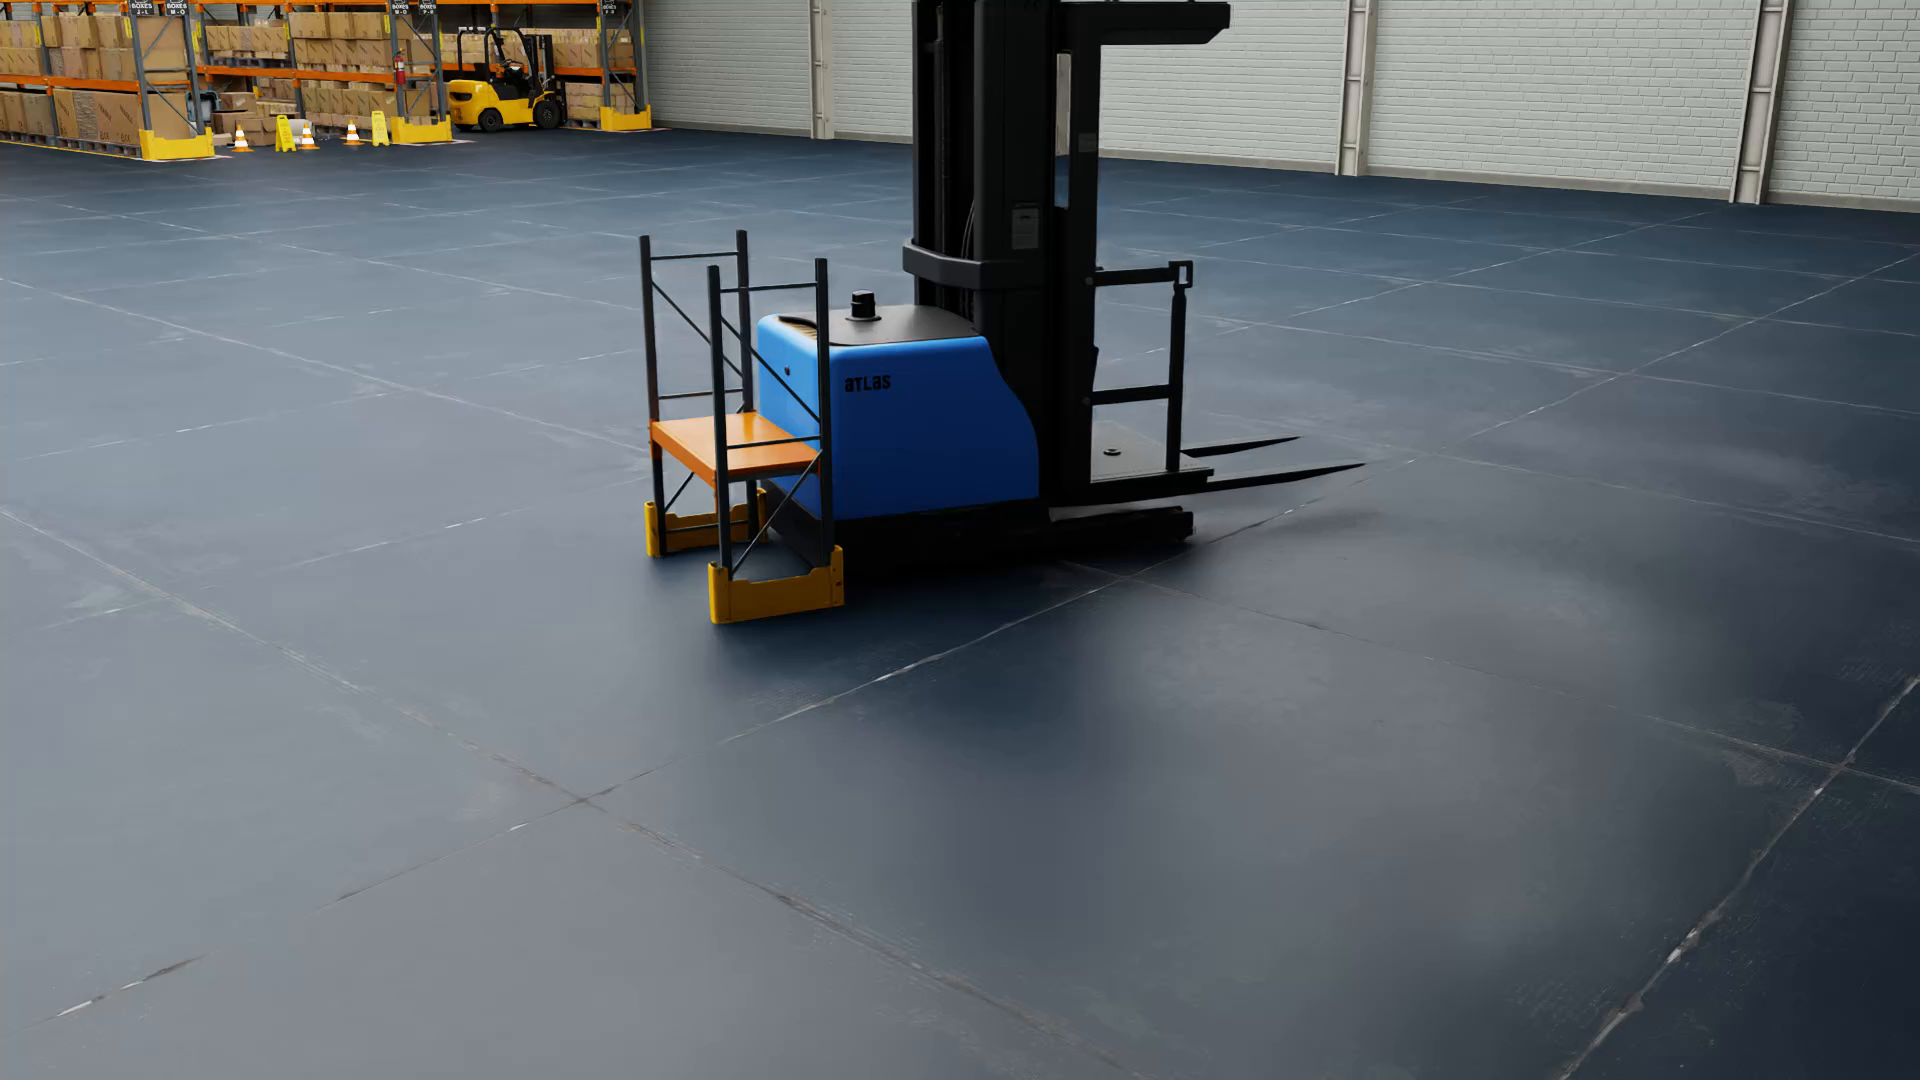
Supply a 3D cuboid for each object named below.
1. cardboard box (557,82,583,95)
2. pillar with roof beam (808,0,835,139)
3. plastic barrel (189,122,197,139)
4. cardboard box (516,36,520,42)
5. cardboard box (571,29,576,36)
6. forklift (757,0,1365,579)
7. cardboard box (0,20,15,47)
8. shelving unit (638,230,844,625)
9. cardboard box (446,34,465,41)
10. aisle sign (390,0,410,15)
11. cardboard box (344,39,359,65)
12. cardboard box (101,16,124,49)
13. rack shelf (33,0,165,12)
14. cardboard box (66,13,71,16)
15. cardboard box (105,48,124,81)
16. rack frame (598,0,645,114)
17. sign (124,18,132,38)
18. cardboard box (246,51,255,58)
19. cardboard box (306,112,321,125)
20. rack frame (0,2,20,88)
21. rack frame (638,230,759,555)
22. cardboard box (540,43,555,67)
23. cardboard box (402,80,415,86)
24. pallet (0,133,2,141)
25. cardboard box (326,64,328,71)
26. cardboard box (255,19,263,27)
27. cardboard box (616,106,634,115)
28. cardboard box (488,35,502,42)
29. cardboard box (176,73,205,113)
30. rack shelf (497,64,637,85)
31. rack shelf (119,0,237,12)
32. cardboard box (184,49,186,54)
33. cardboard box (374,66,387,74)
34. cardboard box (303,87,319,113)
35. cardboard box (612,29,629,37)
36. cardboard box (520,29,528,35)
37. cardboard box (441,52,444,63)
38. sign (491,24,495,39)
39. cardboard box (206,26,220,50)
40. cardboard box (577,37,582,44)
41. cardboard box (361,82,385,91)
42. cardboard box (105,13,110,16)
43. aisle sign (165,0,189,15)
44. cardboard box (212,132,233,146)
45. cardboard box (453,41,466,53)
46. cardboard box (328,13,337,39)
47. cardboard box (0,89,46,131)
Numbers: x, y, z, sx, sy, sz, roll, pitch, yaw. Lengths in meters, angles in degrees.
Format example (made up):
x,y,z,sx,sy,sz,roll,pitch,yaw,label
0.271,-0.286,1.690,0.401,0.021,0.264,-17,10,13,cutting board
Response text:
x,y,z,sx,sy,sz,roll,pitch,yaw,label
-8.678,-10.068,37.076,0.500,0.250,0.500,15,23,40,cardboard box
-5.649,-11.504,29.485,0.400,9.000,9.100,15,23,39,pillar with roof beam
-14.984,-7.910,32.337,0.512,0.421,0.421,-3,18,-8,plastic barrel
-9.877,-11.419,37.895,0.250,0.149,0.380,15,23,39,cardboard box
-8.320,-11.158,36.583,0.250,0.149,0.380,15,23,40,cardboard box
0.582,-1.495,7.978,3.031,2.935,1.130,-7,19,-22,forklift
-18.749,-10.050,33.002,0.500,0.500,0.700,15,23,38,cardboard box
-0.995,-0.542,7.341,0.587,1.500,1.083,-8,19,-24,shelving unit
-12.066,-12.025,39.806,0.250,0.149,0.380,15,23,39,cardboard box
-10.795,-10.517,31.994,0.004,0.787,0.394,15,23,39,aisle sign
-11.981,-9.795,33.359,0.500,0.500,0.500,15,23,39,cardboard box
-14.583,-8.975,29.399,0.550,0.550,0.875,15,23,39,cardboard box
-15.355,-9.704,29.961,4.000,0.370,1.077,15,23,39,rack shelf
-22.172,-13.153,41.708,0.250,0.149,0.380,16,24,41,cardboard box
-14.592,-8.457,29.553,0.550,0.550,0.875,15,23,39,cardboard box
-7.357,-10.480,36.174,0.127,3.000,1.000,15,23,39,rack frame
-14.229,-8.761,28.452,0.005,0.325,0.100,15,23,39,sign
-15.336,-10.600,36.274,0.250,0.149,0.380,16,24,41,cardboard box
-13.378,-8.869,34.951,0.500,0.250,0.500,14,22,37,cardboard box
-19.842,-9.822,34.102,0.127,3.000,1.000,15,23,39,rack frame
-1.210,-0.679,7.770,0.500,1.500,0.032,-8,19,-24,rack frame
-9.048,-10.874,37.253,0.500,0.500,0.500,15,23,40,cardboard box
-13.878,-11.446,41.584,0.250,0.149,0.380,14,22,37,cardboard box
-19.303,-8.318,33.971,1.213,0.211,1.003,15,23,39,pallet
-12.793,-9.714,34.177,0.250,0.149,0.380,15,23,39,cardboard box
-14.880,-11.085,35.657,0.250,0.149,0.380,14,22,37,cardboard box
-7.594,-9.512,36.977,0.500,0.250,0.500,15,23,39,cardboard box
-10.751,-11.658,38.650,0.250,0.149,0.380,16,24,41,cardboard box
-17.758,-10.487,39.016,0.875,0.875,0.875,15,23,40,cardboard box
-8.853,-10.538,37.549,4.000,0.370,1.077,15,23,39,rack shelf
-18.128,-12.451,38.615,4.000,0.370,1.077,15,23,39,rack shelf
-17.549,-11.271,38.089,0.500,0.250,0.500,14,23,38,cardboard box
-11.333,-9.289,32.837,0.250,0.149,0.380,15,23,39,cardboard box
-13.378,-9.227,34.837,0.500,0.500,0.500,16,24,42,cardboard box
-7.466,-11.094,36.381,0.250,0.149,0.380,14,23,38,cardboard box
-9.730,-11.494,37.642,0.250,0.149,0.380,16,23,40,cardboard box
-12.408,-11.666,40.161,0.500,0.250,0.500,14,22,38,cardboard box
-10.701,-11.672,38.149,0.005,0.325,0.100,15,23,39,sign
-16.449,-11.209,37.121,0.500,0.500,0.500,14,22,38,cardboard box
-8.166,-10.953,36.429,0.250,0.149,0.380,16,23,40,cardboard box
-11.740,-9.073,33.280,0.250,0.149,0.380,16,24,41,cardboard box
-20.572,-12.765,40.485,0.250,0.149,0.380,15,23,39,cardboard box
-13.606,-9.509,28.816,0.004,0.787,0.394,15,23,39,aisle sign
-14.342,-7.787,32.210,0.396,0.266,0.258,-13,22,-36,cardboard box
-11.653,-11.696,39.429,0.500,0.250,0.500,16,23,40,cardboard box
-12.280,-10.389,33.579,0.500,0.500,0.700,15,23,39,cardboard box
-18.790,-8.633,33.379,0.750,0.750,1.050,15,23,40,cardboard box
